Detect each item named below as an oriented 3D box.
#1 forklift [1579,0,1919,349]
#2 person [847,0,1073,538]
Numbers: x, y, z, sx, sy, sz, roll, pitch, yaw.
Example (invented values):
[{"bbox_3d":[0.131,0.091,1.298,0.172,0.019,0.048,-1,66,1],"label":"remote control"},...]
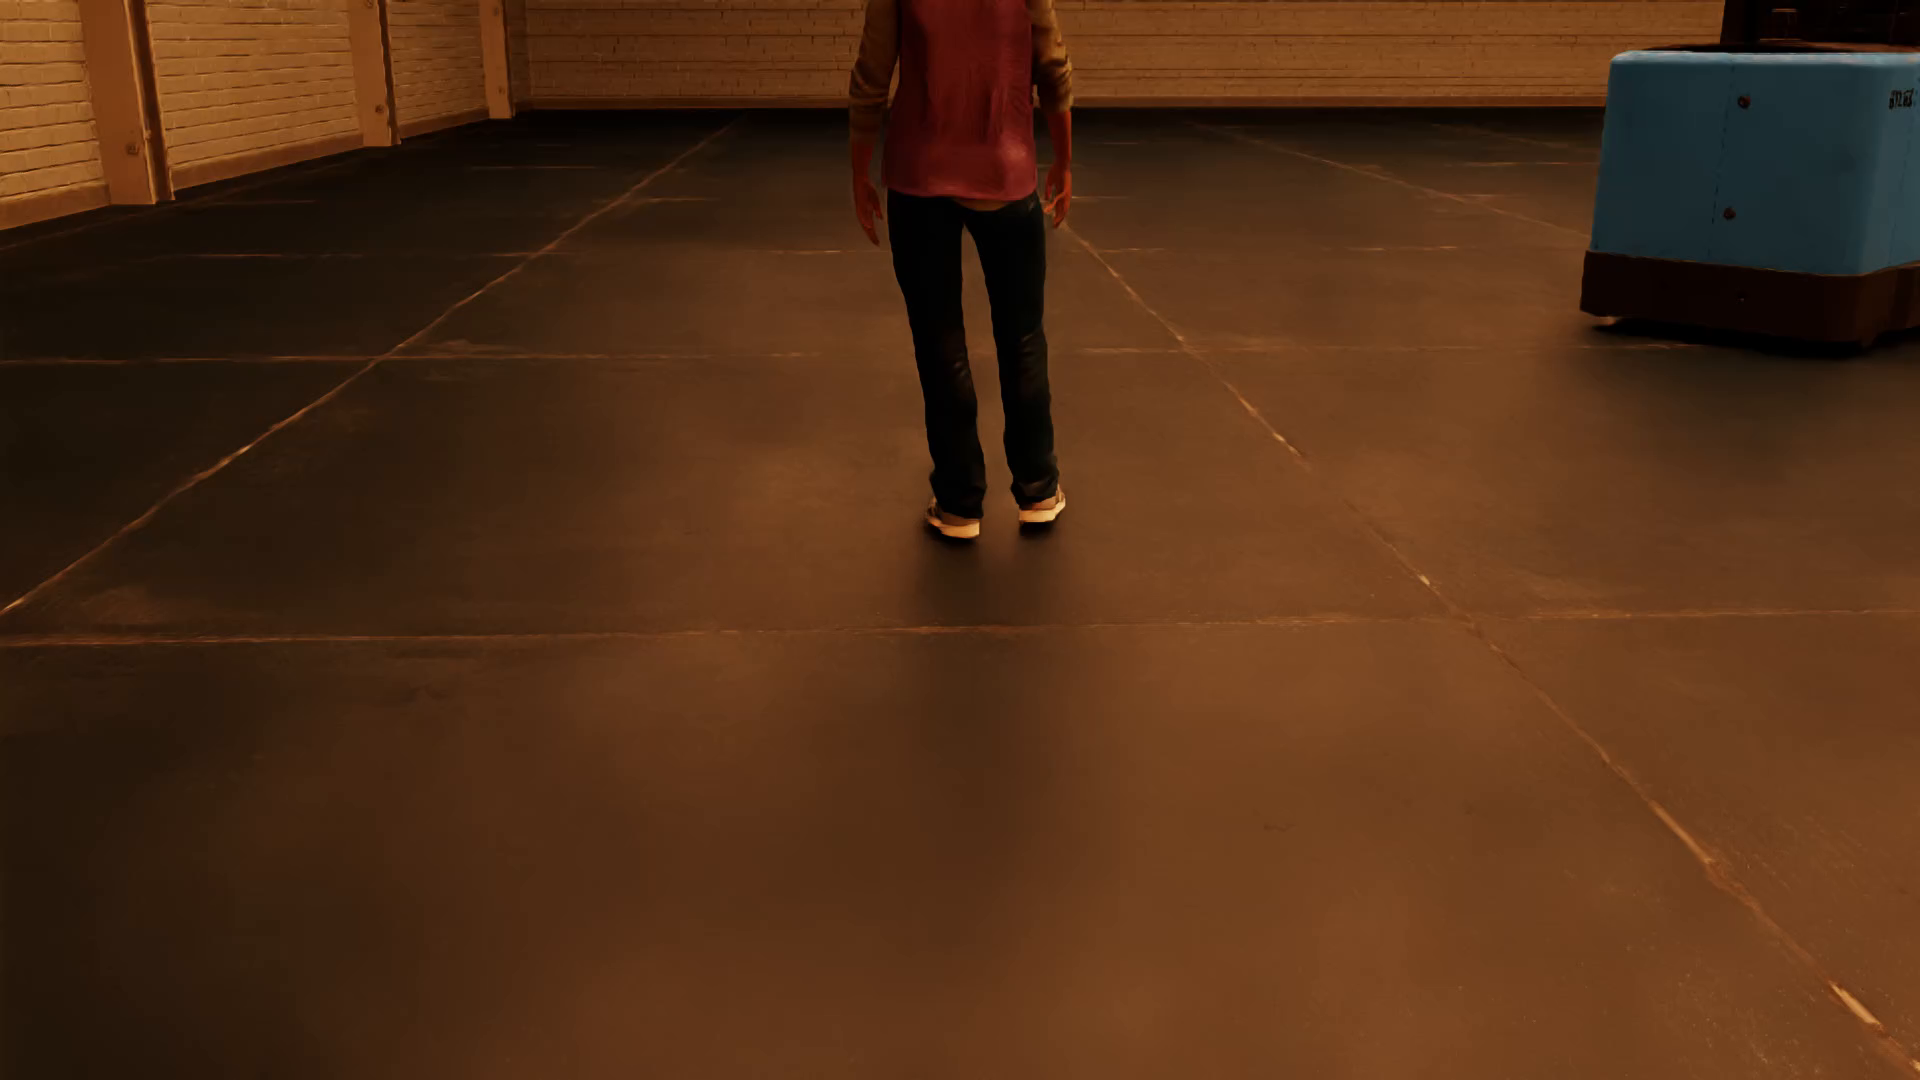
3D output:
[{"bbox_3d":[3.928,-2.446,6.904,3.031,2.935,1.130,-15,23,-40],"label":"forklift"},{"bbox_3d":[0.010,-0.792,3.754,0.520,1.597,0.474,-1,17,-3],"label":"person"}]
